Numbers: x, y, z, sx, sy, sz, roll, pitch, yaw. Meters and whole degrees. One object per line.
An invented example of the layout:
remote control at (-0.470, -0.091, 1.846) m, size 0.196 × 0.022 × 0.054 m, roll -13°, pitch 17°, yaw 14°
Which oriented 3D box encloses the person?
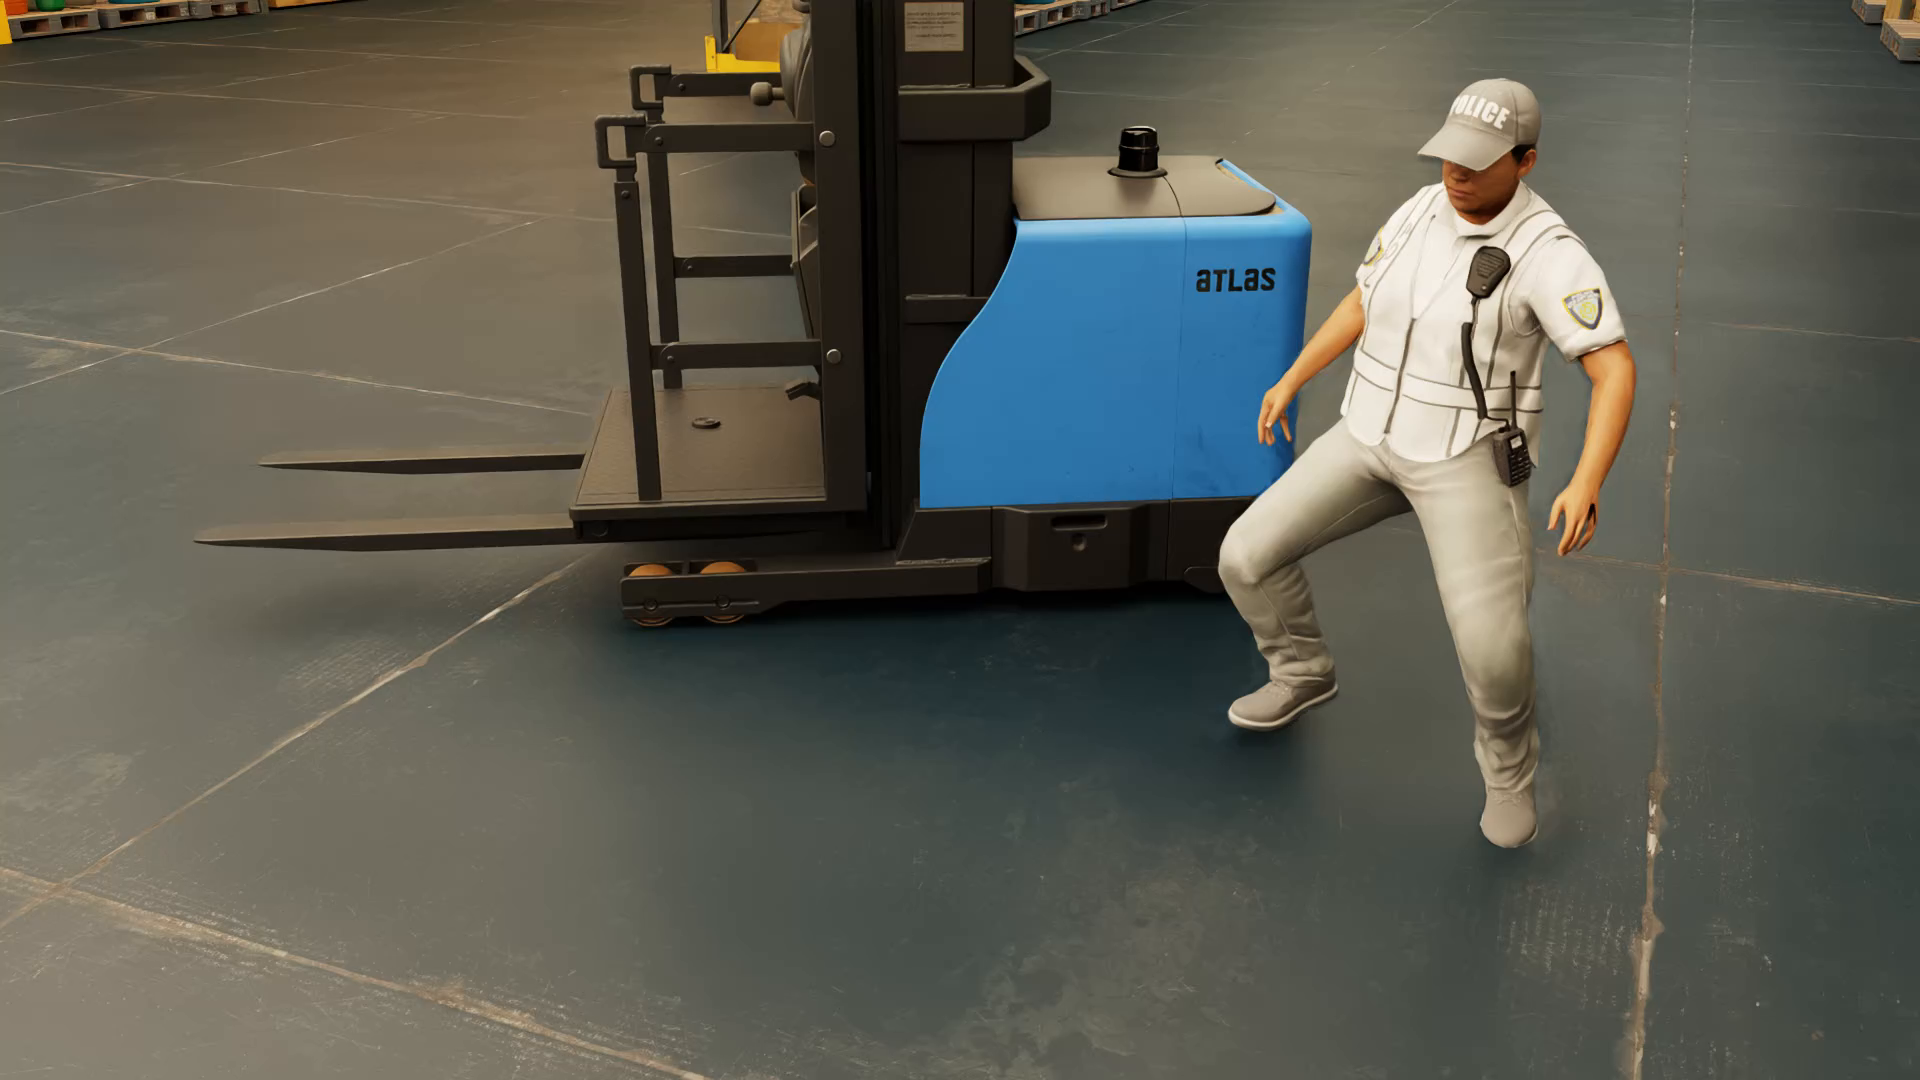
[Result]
person at (0.993, -0.180, 3.549) m, size 0.529 × 1.562 × 0.865 m, roll -17°, pitch 28°, yaw -35°

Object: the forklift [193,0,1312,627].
forklift at (-0.608, -1.330, 4.473) m, size 3.031 × 2.935 × 1.130 m, roll -2°, pitch 23°, yaw -5°
